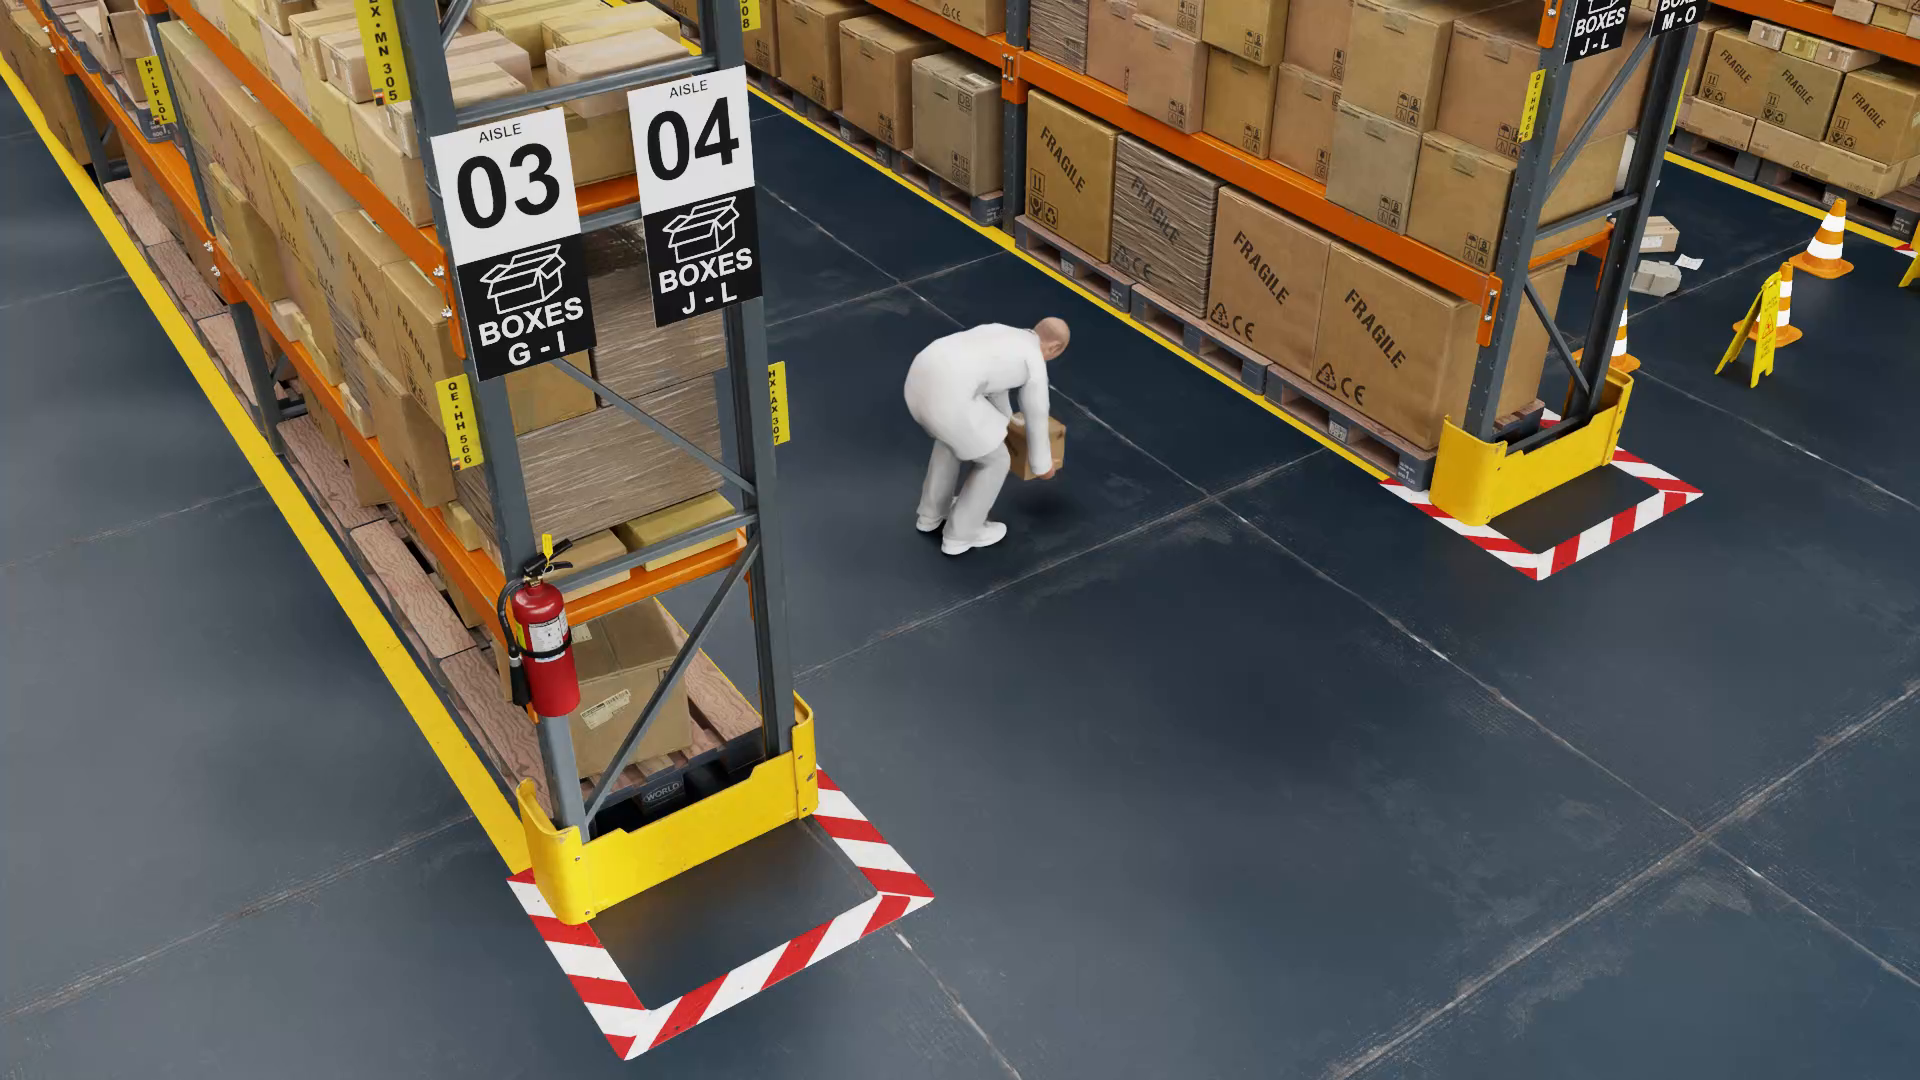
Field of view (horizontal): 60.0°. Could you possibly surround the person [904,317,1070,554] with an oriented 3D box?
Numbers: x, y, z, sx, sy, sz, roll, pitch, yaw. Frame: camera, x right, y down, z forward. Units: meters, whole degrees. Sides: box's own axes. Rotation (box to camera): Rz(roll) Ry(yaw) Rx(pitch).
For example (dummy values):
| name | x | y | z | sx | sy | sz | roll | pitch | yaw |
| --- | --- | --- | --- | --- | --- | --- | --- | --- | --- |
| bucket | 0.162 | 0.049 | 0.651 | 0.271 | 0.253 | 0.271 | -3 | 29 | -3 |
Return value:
| name | x | y | z | sx | sy | sz | roll | pitch | yaw |
| --- | --- | --- | --- | --- | --- | --- | --- | --- | --- |
| person | 0.163 | -0.570 | 8.372 | 0.950 | 1.113 | 0.574 | -24 | 42 | -29 |
